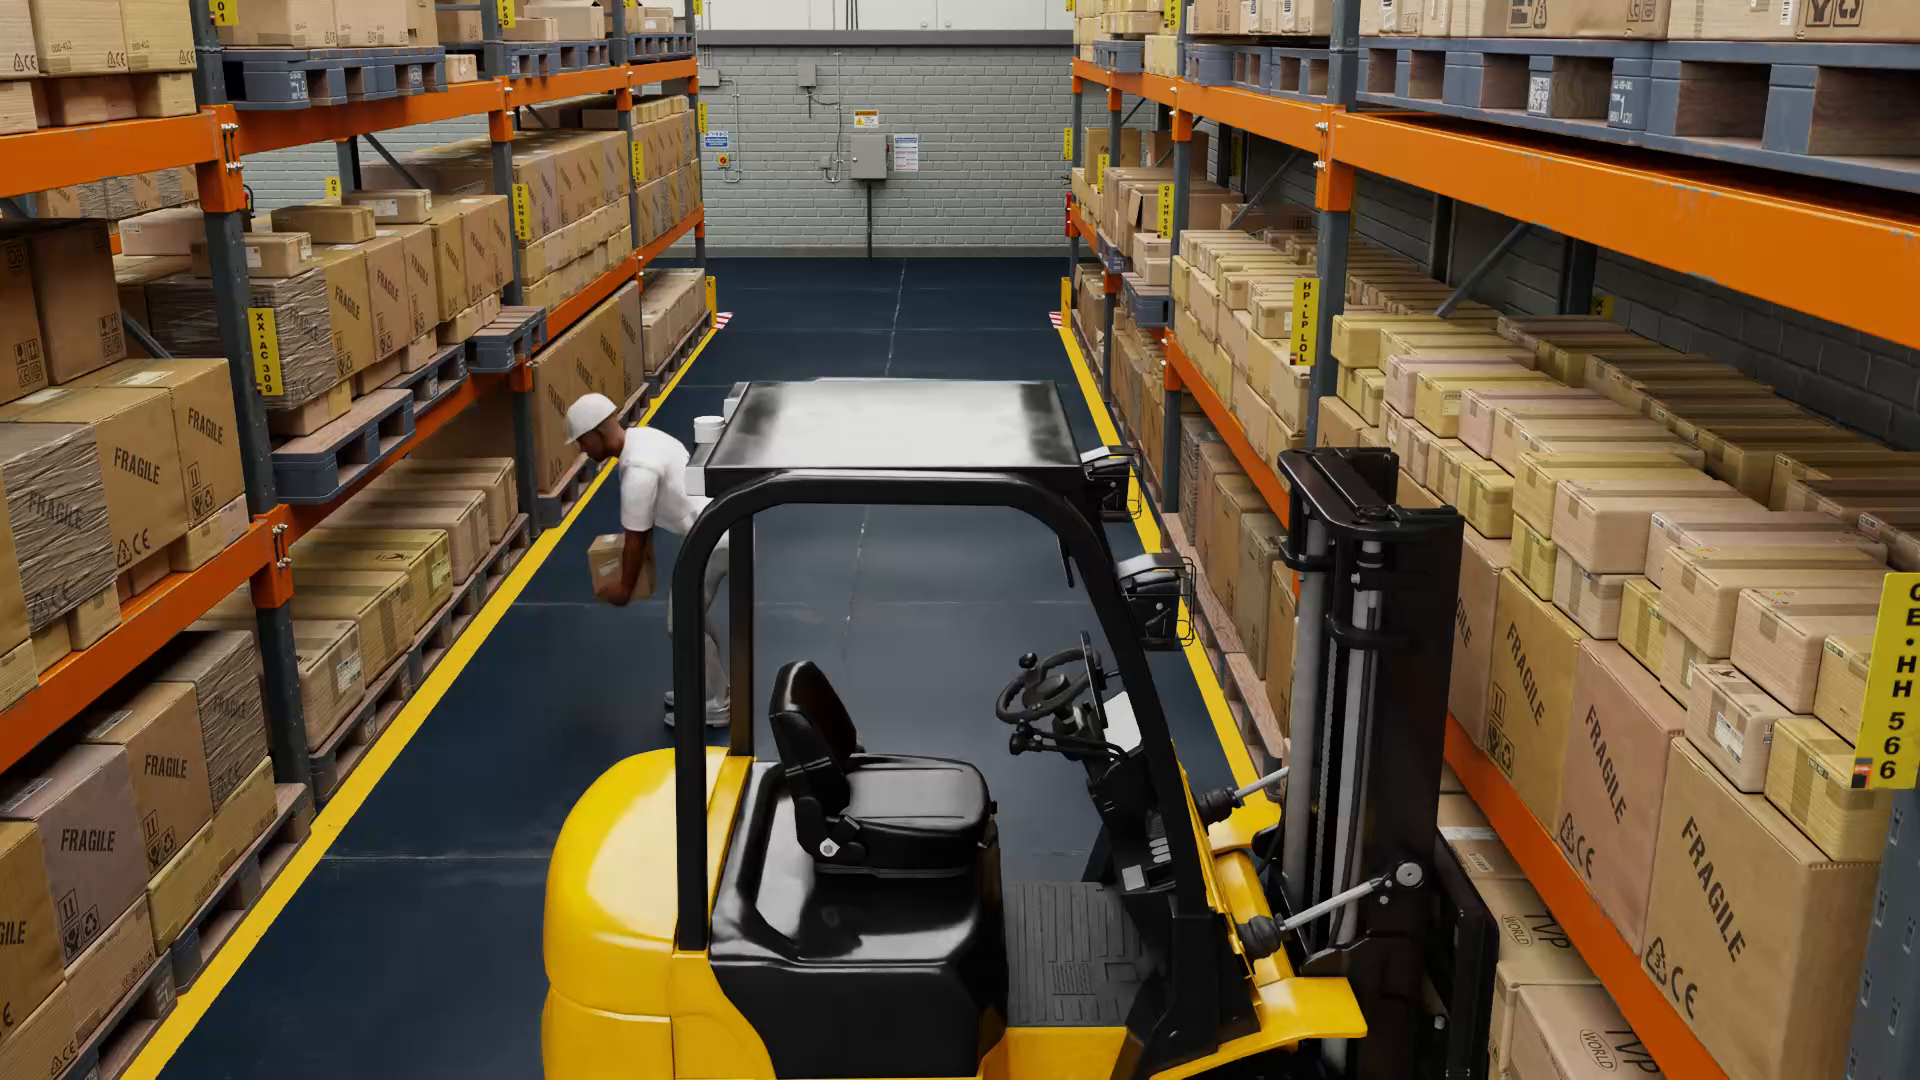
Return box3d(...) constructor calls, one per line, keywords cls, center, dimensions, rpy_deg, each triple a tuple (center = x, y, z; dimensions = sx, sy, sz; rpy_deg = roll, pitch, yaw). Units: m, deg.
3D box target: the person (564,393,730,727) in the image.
box3d(cls="person", center=(-1.364, 0.087, 7.597), dimensions=(0.802, 1.543, 0.488), rpy_deg=(-1, 17, -2))
